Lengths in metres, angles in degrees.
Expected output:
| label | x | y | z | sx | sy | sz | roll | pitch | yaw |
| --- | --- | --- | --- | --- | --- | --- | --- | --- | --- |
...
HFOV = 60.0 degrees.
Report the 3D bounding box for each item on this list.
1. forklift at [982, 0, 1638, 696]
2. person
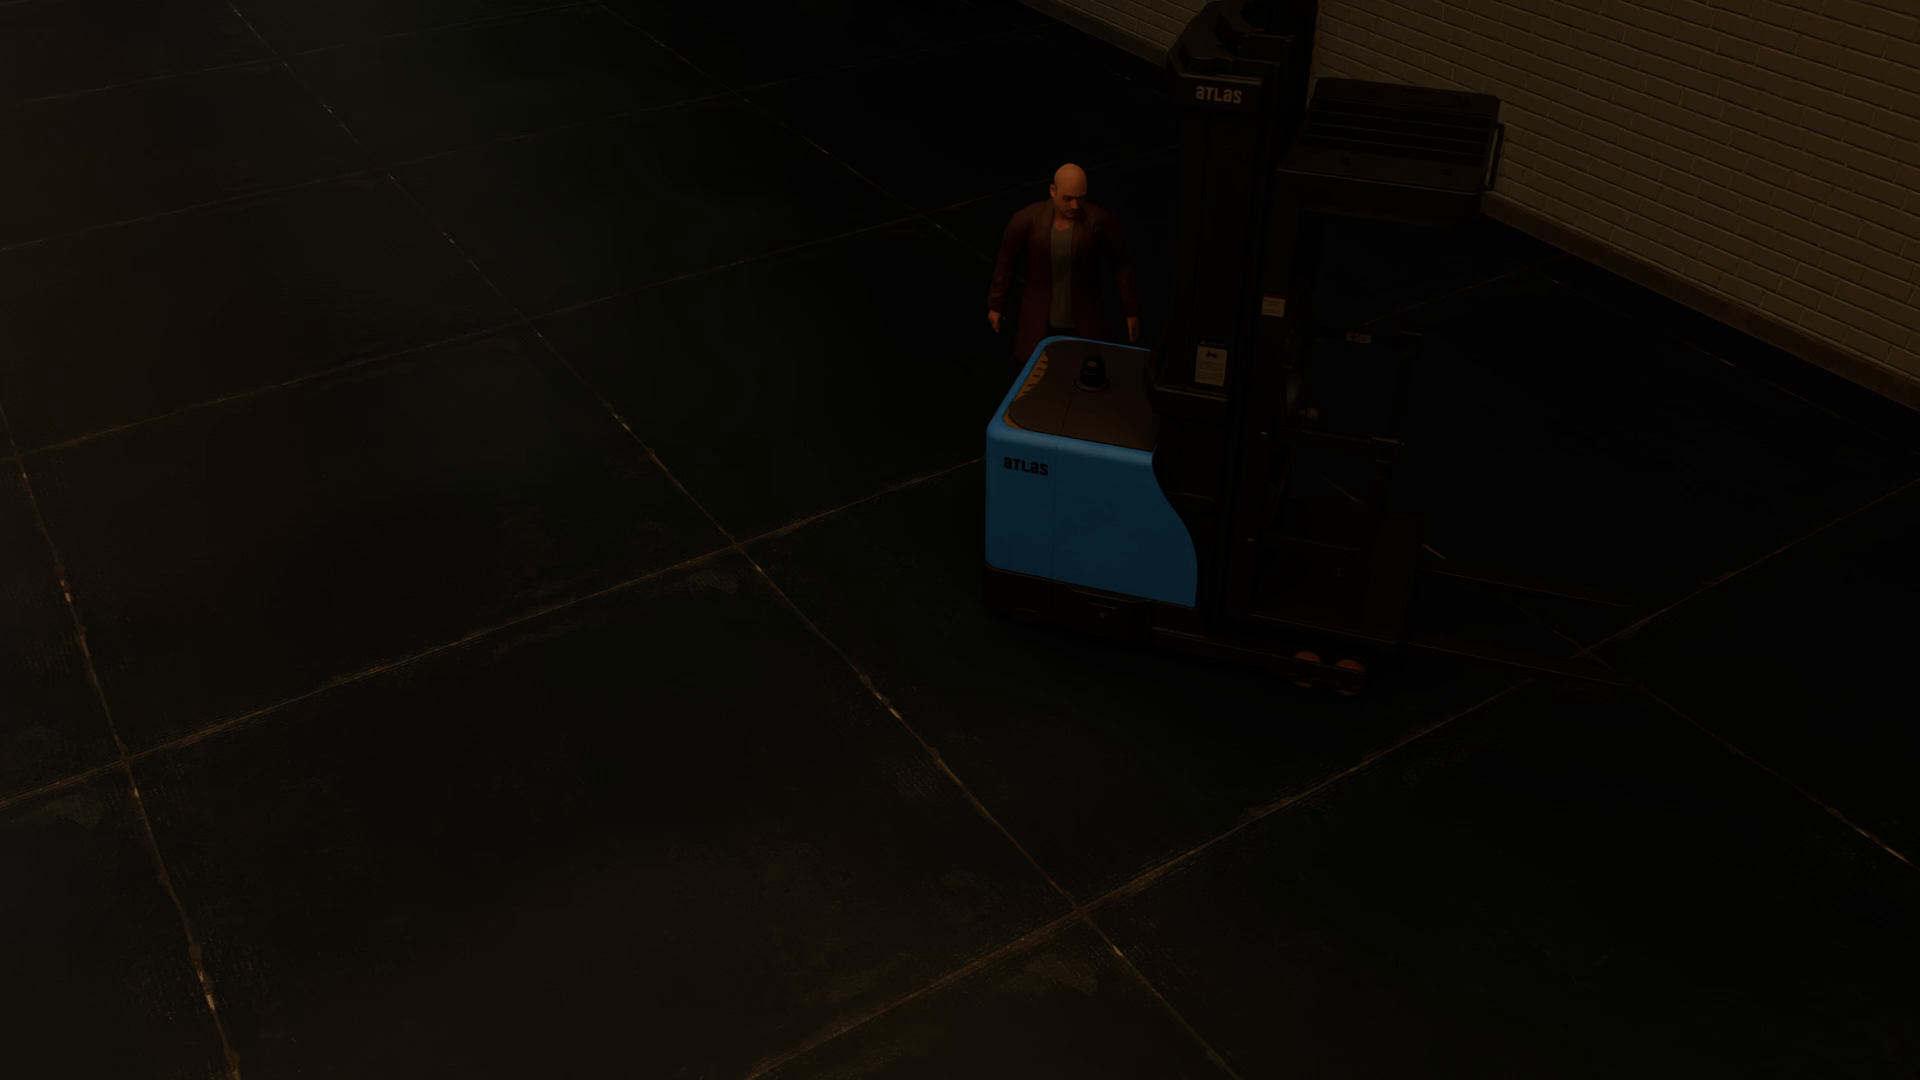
| label | x | y | z | sx | sy | sz | roll | pitch | yaw |
| --- | --- | --- | --- | --- | --- | --- | --- | --- | --- |
| forklift | 1.681 | -0.826 | 7.324 | 3.031 | 2.935 | 1.130 | 11 | 37 | 15 |
| person | 0.571 | -1.196 | 8.882 | 0.878 | 1.751 | 0.422 | 3 | 35 | 4 |
